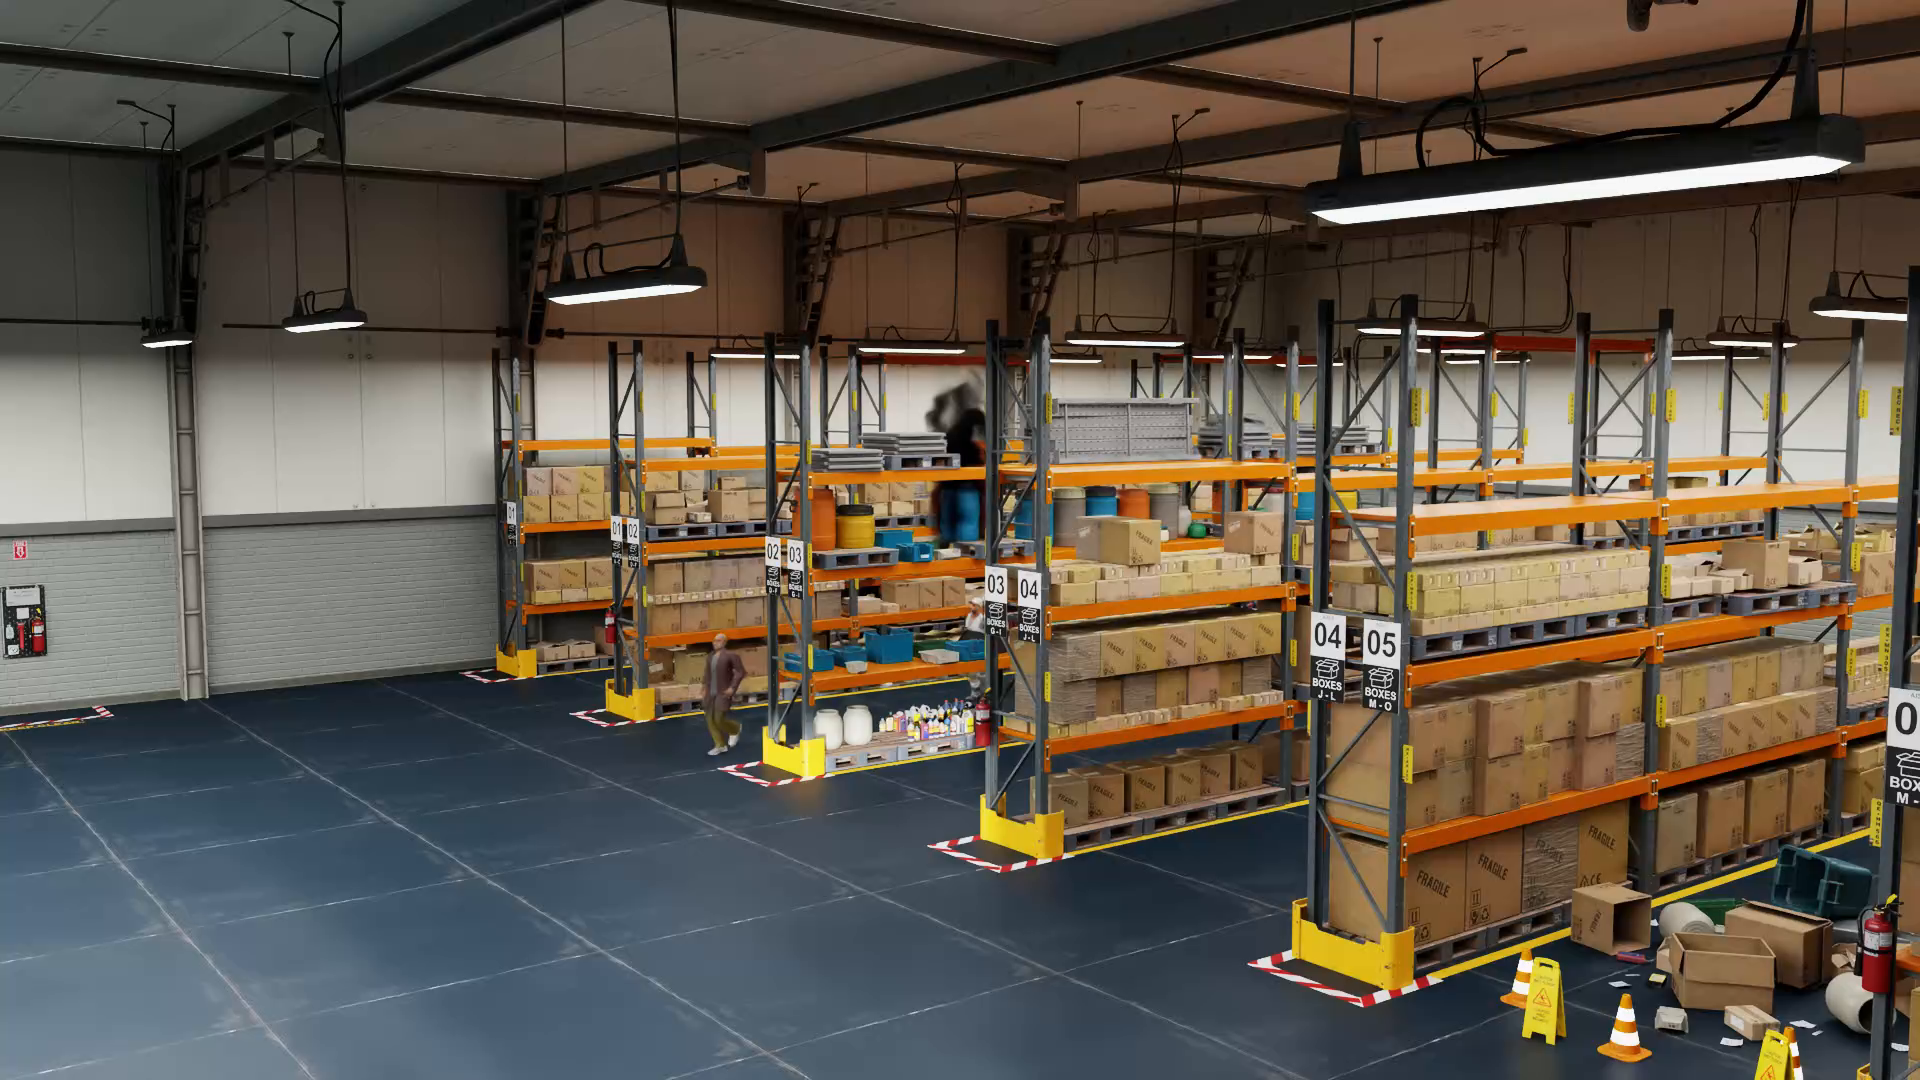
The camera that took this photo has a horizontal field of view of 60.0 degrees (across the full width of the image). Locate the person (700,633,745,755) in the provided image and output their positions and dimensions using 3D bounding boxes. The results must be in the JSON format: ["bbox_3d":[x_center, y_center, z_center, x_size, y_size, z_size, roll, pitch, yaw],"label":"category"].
[{"bbox_3d":[-3.416,2.202,23.937,0.712,1.735,0.627,3,6,30],"label":"person"}]

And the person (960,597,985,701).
[{"bbox_3d":[0.279,1.833,28.035,0.618,1.735,0.657,-5,7,-44],"label":"person"}]
